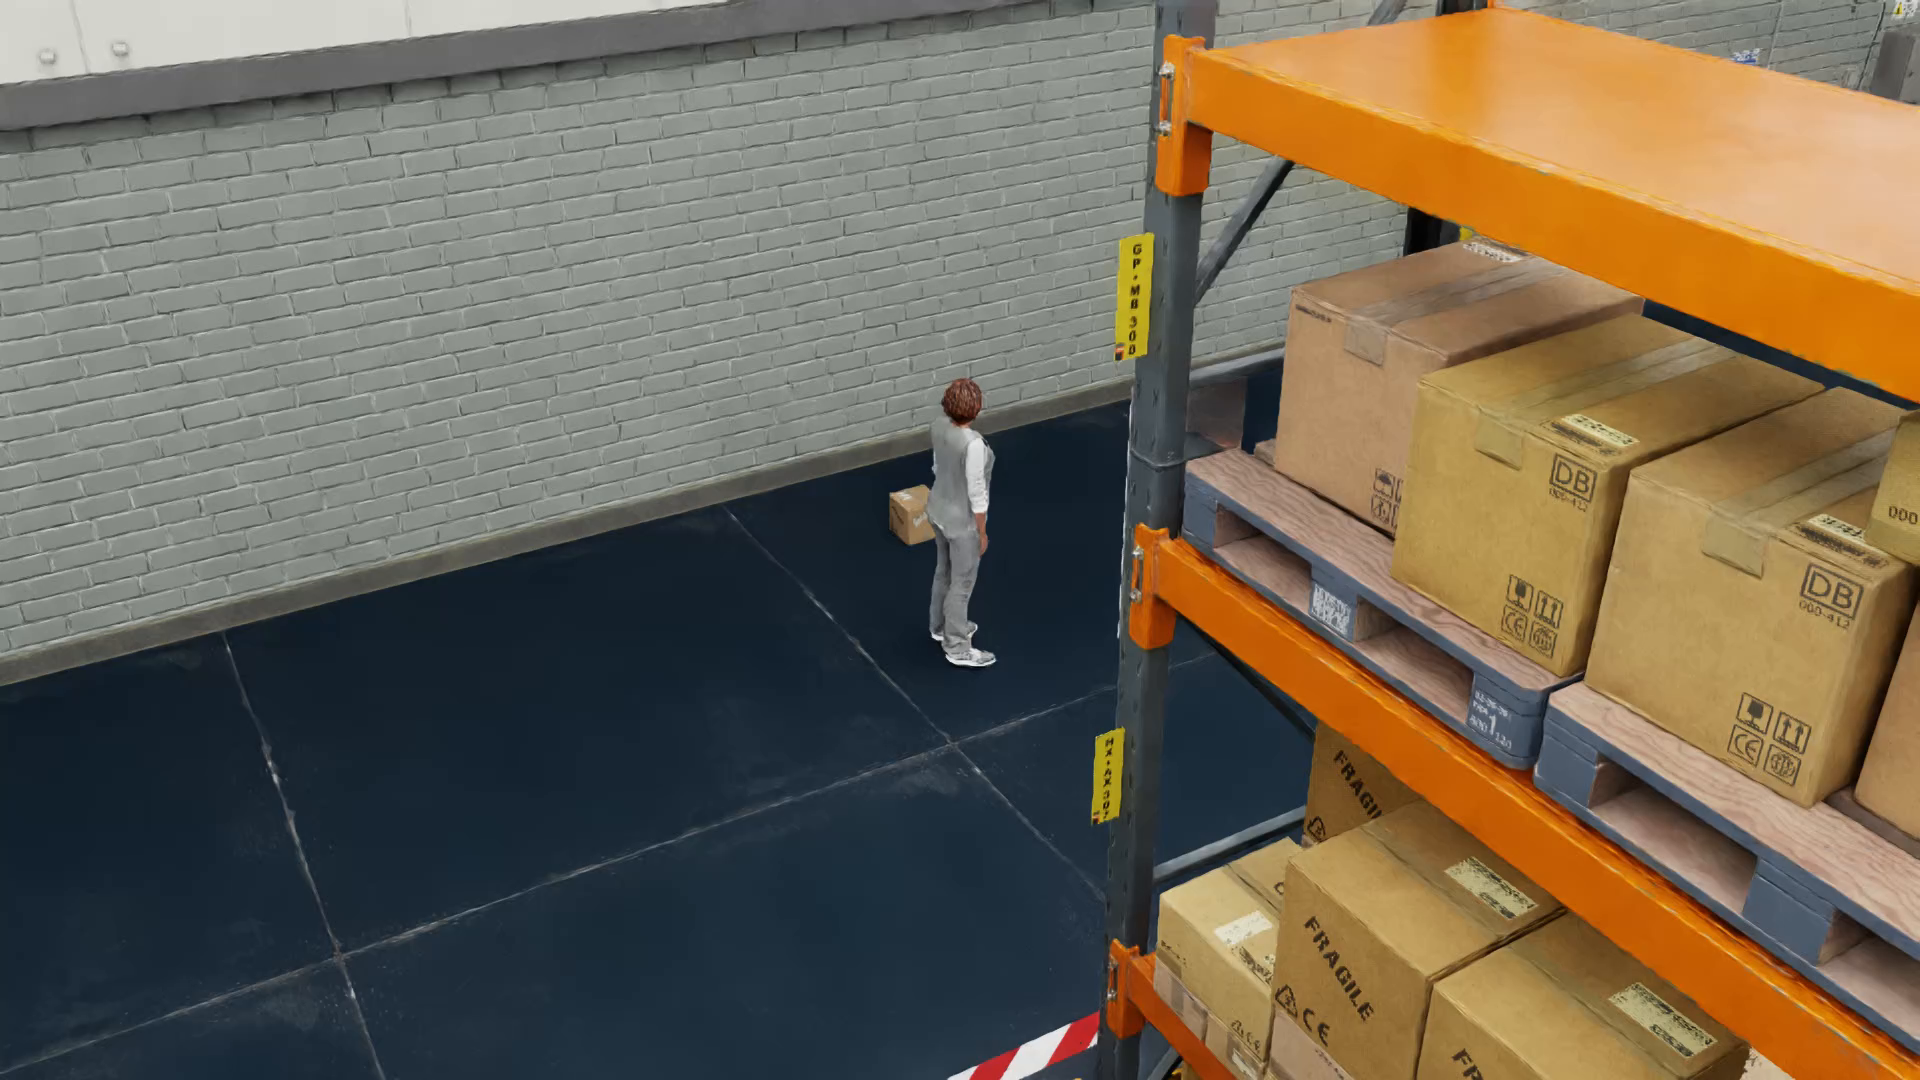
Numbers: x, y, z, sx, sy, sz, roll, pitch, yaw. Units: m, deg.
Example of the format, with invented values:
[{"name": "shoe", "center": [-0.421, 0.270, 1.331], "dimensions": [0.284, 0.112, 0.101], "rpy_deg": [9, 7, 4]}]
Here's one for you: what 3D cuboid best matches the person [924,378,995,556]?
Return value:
[{"name": "person", "center": [-0.009, -0.397, 8.533], "dimensions": [0.319, 0.937, 0.478], "rpy_deg": [-17, 34, -27]}]
